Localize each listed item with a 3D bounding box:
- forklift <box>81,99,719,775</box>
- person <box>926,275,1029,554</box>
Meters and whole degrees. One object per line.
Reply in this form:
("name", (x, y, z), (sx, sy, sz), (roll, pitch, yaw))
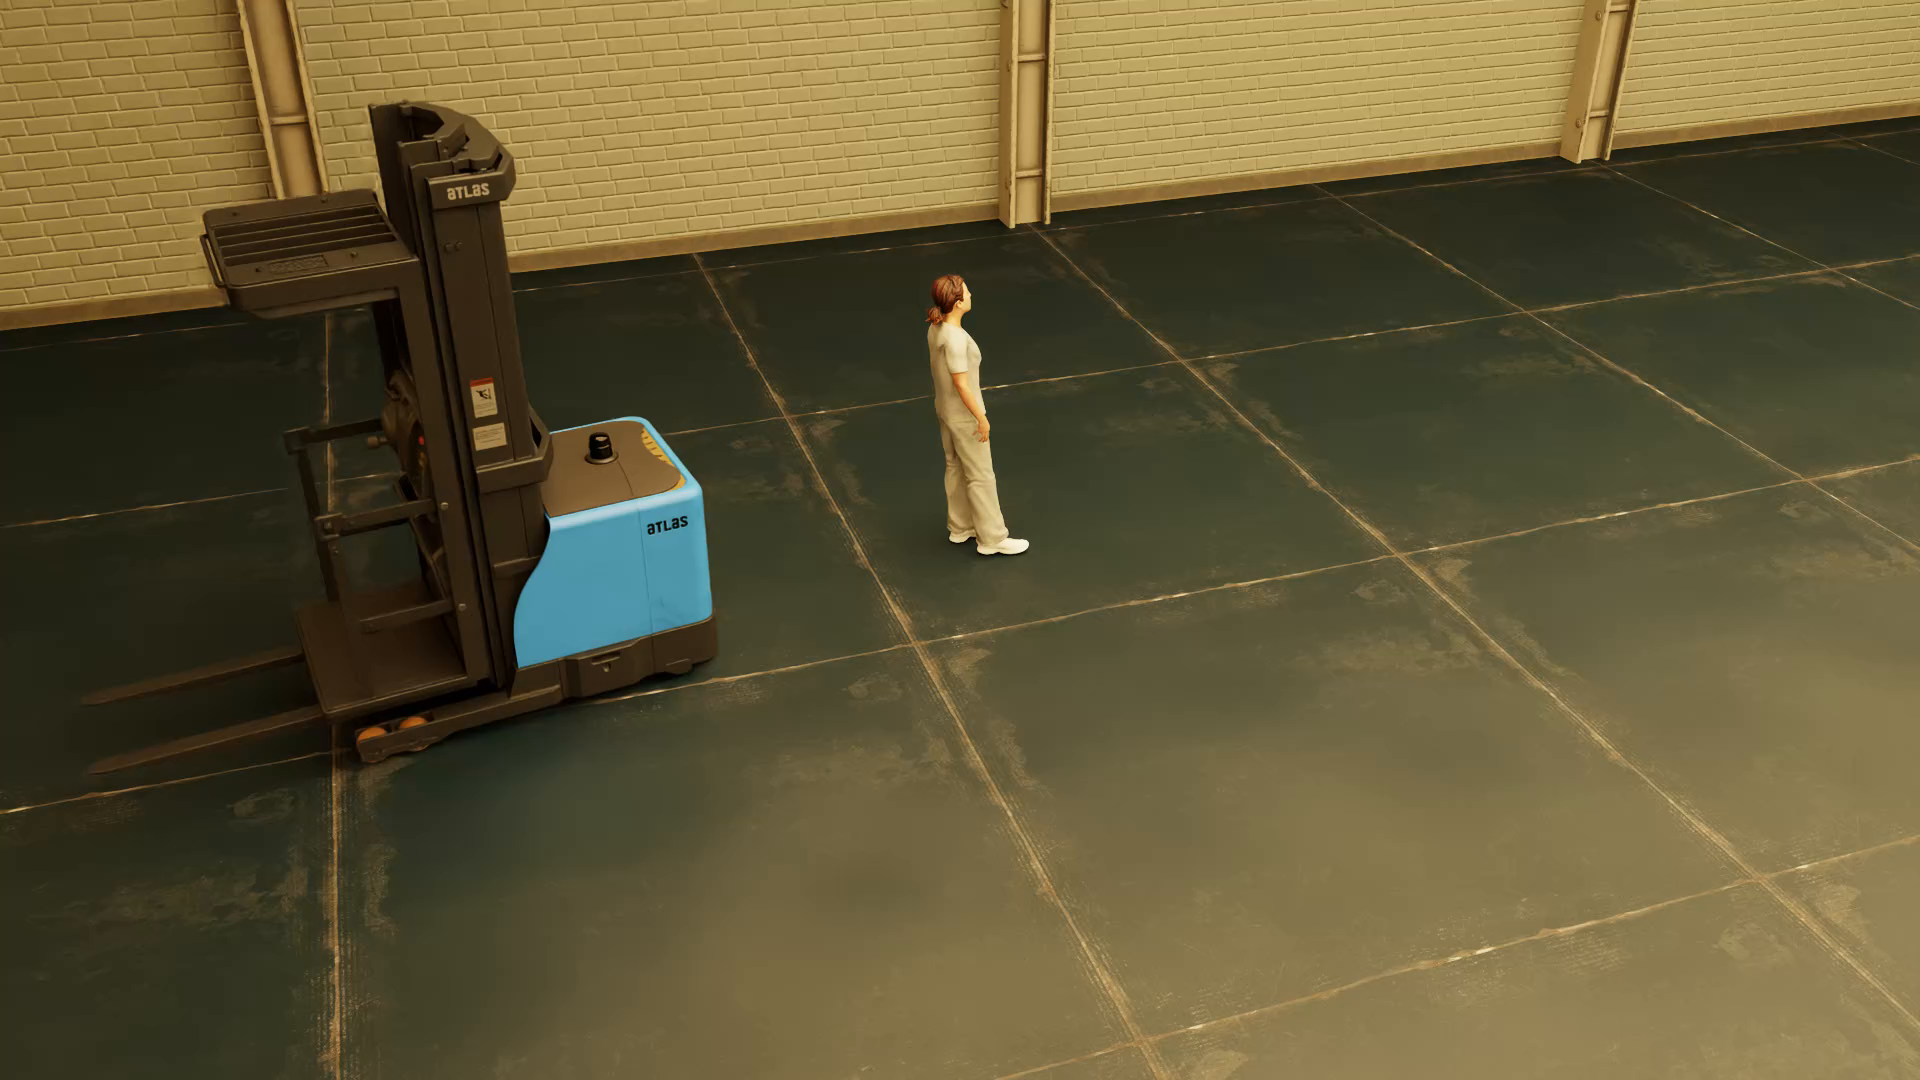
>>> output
("forklift", (-2.838, -0.485, 7.930), (3.031, 2.935, 1.130), (-14, 33, -23))
("person", (0.074, -0.738, 9.613), (0.549, 1.675, 0.549), (-10, 31, -16))
